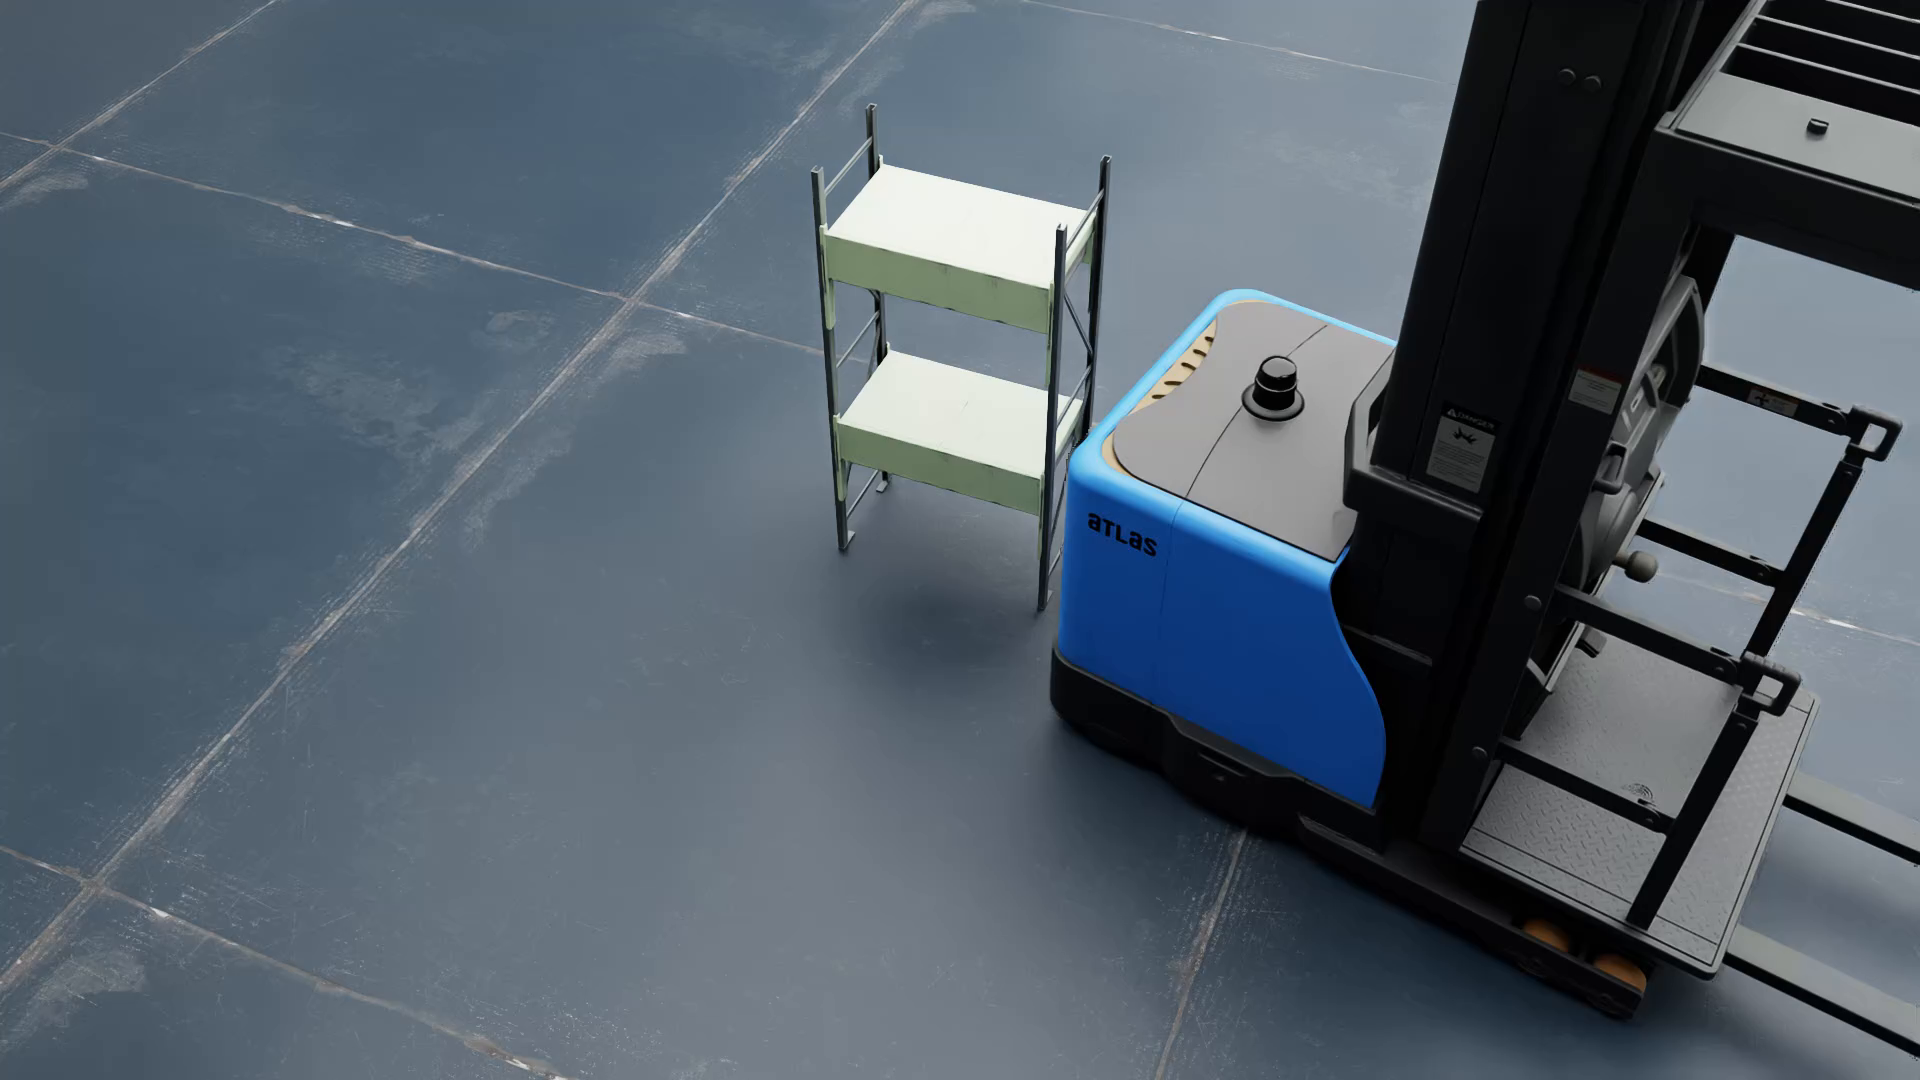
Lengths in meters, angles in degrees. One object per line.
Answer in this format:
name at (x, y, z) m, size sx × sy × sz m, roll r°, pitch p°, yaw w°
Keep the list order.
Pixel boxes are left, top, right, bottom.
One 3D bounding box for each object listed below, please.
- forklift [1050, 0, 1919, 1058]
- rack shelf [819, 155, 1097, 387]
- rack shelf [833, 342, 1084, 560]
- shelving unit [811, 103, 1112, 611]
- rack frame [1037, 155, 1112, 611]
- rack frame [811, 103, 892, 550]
forklift at (1.789, -0.201, 3.874) m, size 3.031 × 2.935 × 1.130 m, roll 25°, pitch 50°, yaw 23°
rack shelf at (0.006, -0.807, 4.944) m, size 0.720 × 0.370 × 0.431 m, roll 16°, pitch 47°, yaw 16°
rack shelf at (0.006, -0.299, 5.449) m, size 0.720 × 0.370 × 0.431 m, roll 16°, pitch 47°, yaw 16°
shelving unit at (0.006, -0.530, 5.219) m, size 0.755 × 1.500 × 0.431 m, roll 16°, pitch 47°, yaw 16°
rack frame at (0.344, -0.430, 5.119) m, size 0.023 × 1.500 × 0.400 m, roll 16°, pitch 47°, yaw 16°
rack frame at (-0.332, -0.629, 5.319) m, size 0.023 × 1.500 × 0.400 m, roll 16°, pitch 47°, yaw 16°
